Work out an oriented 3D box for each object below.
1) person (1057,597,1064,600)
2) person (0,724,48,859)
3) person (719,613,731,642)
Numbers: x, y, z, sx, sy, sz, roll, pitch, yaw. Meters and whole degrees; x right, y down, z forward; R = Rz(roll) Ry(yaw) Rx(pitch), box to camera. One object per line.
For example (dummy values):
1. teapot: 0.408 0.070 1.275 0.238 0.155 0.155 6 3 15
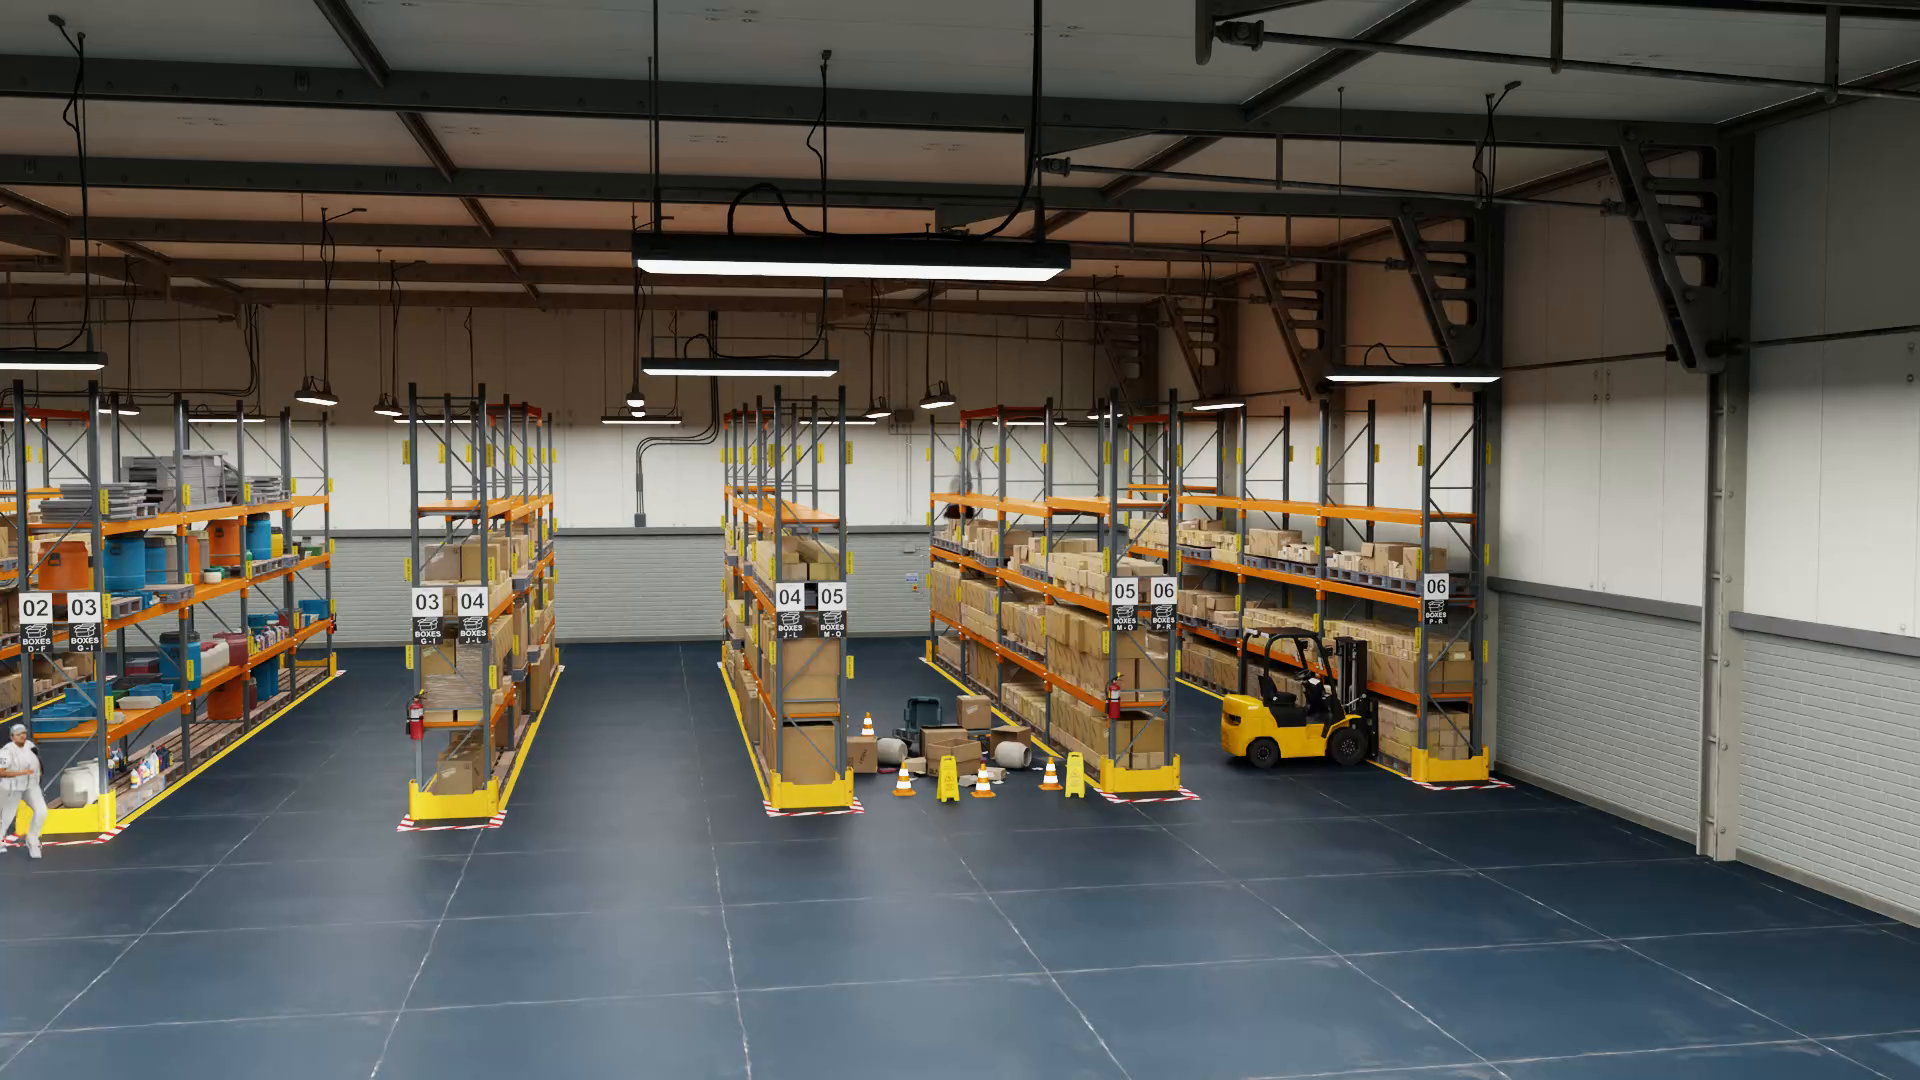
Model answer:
1. person: 2.326 1.984 38.402 0.521 1.583 0.542 -1 3 -26
2. person: -11.724 3.128 20.745 0.862 1.700 0.614 2 3 33
3. person: -5.557 2.065 40.983 0.708 1.736 0.678 2 4 34
